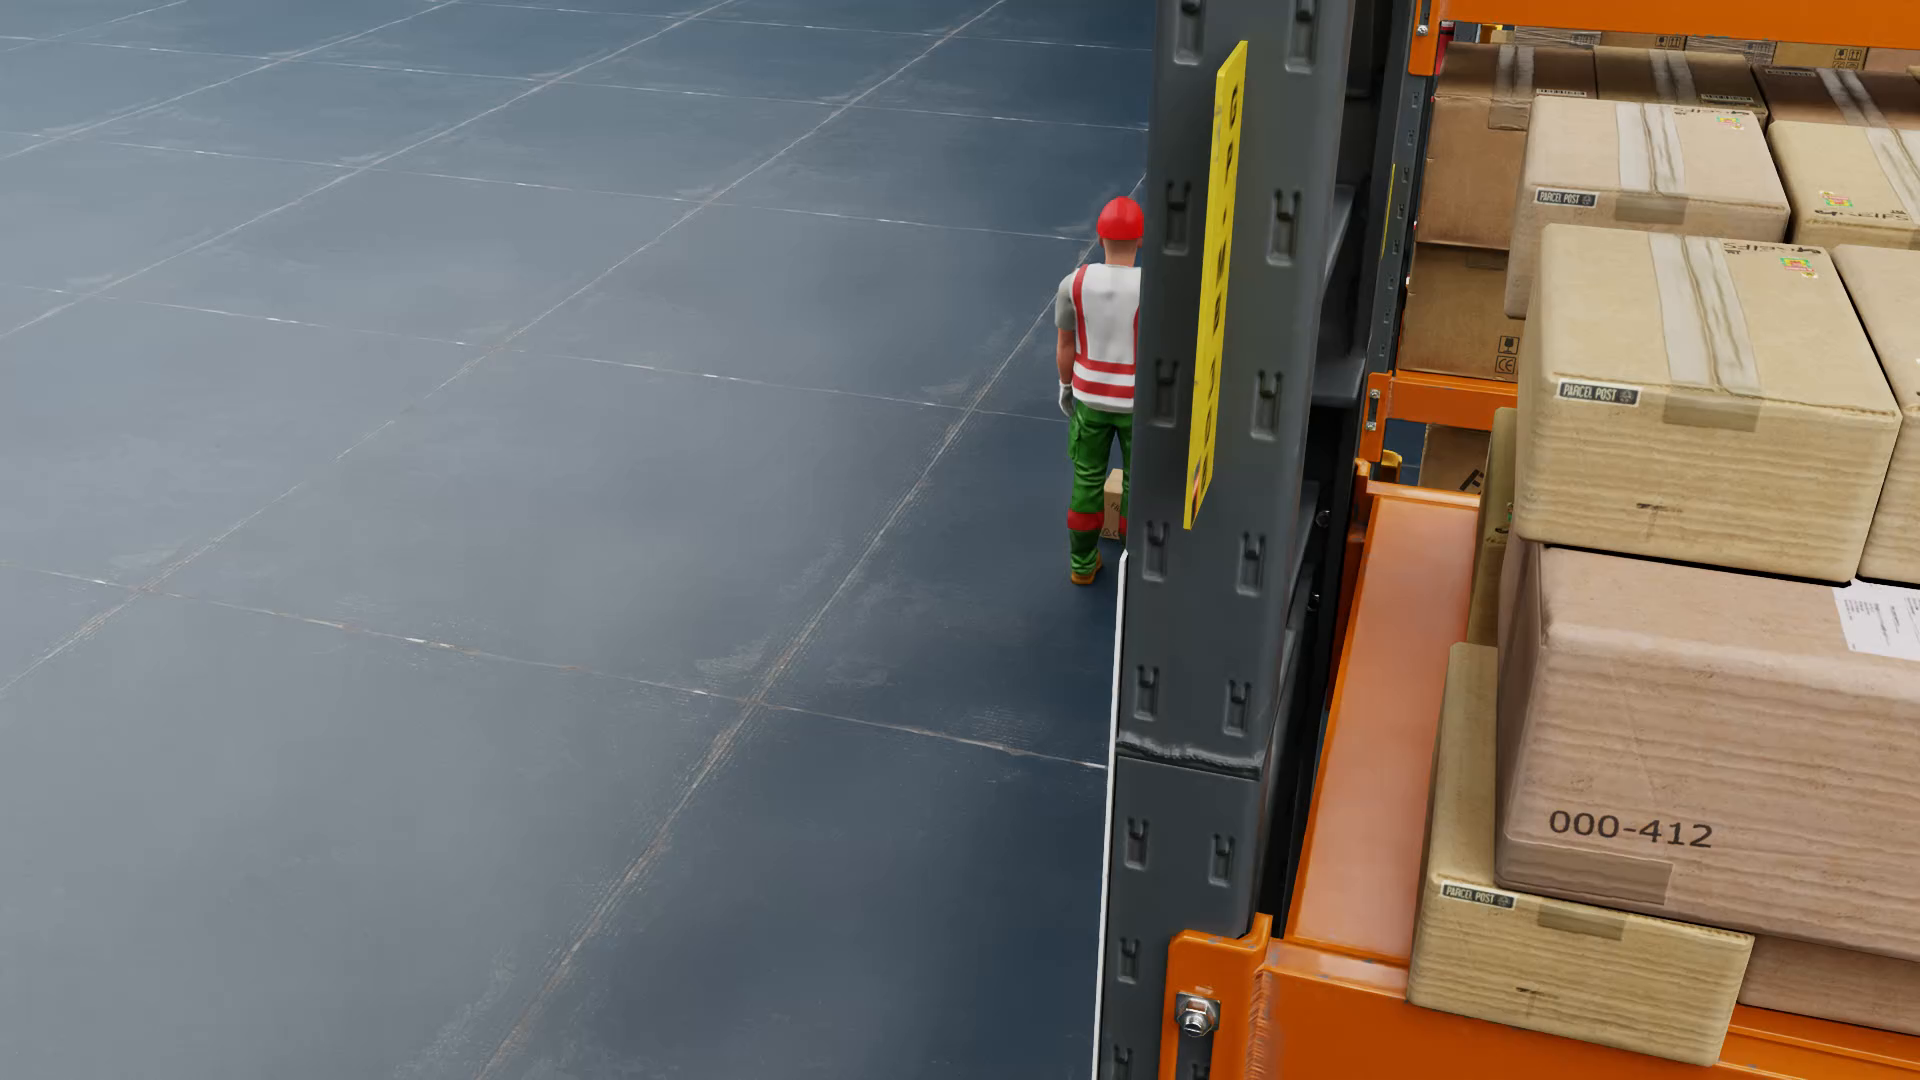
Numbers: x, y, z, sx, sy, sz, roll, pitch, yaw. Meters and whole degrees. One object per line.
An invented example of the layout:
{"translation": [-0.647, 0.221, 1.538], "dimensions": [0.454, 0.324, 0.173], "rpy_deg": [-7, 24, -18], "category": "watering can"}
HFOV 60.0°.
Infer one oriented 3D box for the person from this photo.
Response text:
{"translation": [0.672, -0.616, 7.218], "dimensions": [0.526, 1.783, 0.345], "rpy_deg": [9, 30, 16], "category": "person"}
